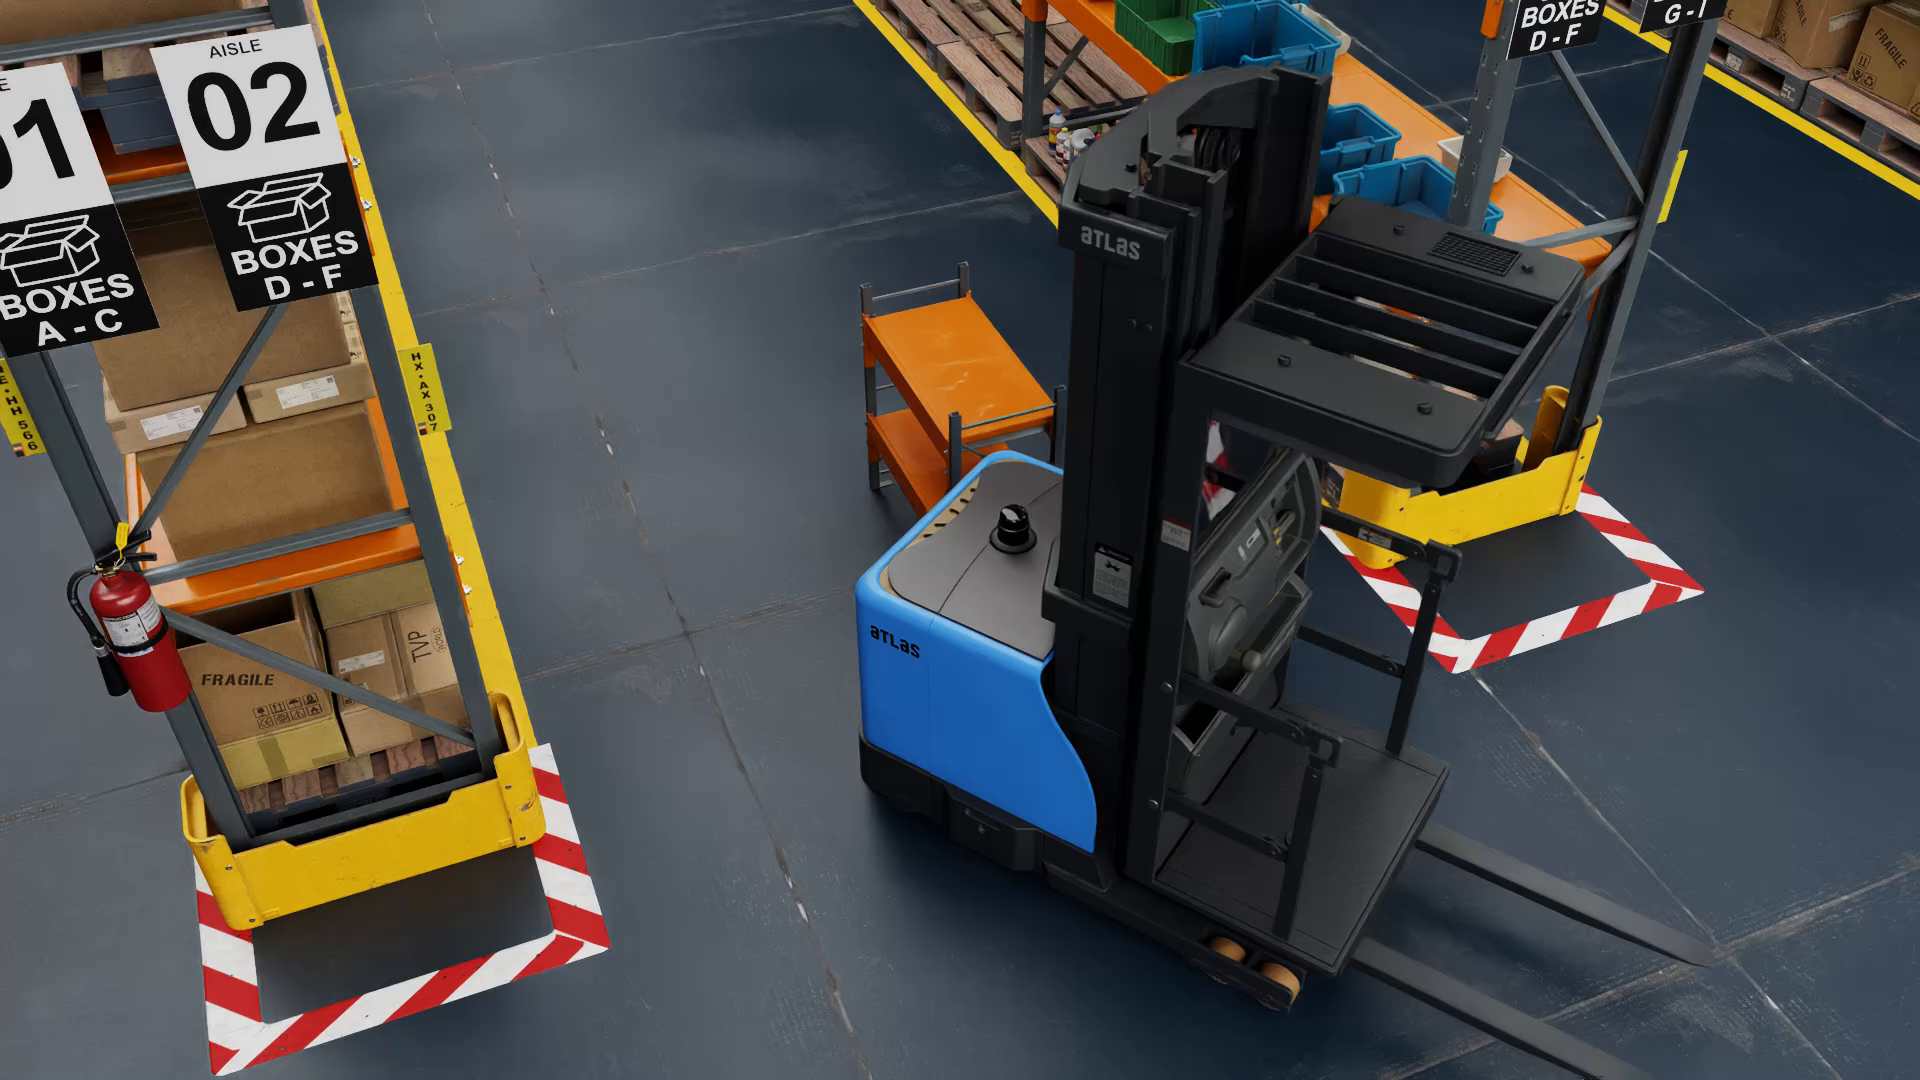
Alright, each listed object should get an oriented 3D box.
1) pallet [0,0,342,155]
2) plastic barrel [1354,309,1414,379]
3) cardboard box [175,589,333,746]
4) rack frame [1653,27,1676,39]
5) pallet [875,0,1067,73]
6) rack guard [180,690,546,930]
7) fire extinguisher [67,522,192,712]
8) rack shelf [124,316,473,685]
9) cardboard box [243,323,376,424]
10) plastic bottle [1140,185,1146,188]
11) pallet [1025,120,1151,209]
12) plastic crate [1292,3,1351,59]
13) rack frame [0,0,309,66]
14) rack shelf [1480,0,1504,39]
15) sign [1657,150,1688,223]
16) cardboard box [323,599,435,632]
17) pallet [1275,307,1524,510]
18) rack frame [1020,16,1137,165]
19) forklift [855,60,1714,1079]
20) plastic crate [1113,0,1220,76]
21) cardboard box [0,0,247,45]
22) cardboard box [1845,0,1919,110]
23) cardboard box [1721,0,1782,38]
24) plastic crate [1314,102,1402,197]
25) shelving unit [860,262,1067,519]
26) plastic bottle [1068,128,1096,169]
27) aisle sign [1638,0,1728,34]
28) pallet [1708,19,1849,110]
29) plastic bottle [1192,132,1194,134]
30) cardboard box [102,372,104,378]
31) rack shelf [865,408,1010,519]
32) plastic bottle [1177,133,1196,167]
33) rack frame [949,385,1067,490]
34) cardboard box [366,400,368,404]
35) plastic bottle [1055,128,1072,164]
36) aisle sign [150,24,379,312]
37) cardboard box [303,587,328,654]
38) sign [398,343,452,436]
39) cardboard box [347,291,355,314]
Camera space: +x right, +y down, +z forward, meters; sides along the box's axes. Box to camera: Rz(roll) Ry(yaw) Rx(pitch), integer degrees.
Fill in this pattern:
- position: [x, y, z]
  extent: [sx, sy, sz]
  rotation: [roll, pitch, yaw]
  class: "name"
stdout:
- position: [-2.429, -1.510, 4.891]
  extent: [1.003, 0.211, 1.213]
  rotation: [-15, 43, -17]
  class: "pallet"
- position: [2.073, -0.800, 7.885]
  extent: [0.421, 0.512, 0.421]
  rotation: [0, 41, 0]
  class: "plastic barrel"
- position: [-2.662, 0.377, 6.141]
  extent: [0.500, 0.500, 0.500]
  rotation: [-15, 43, -17]
  class: "cardboard box"
- position: [5.441, -4.852, 11.010]
  extent: [1.000, 3.000, 0.127]
  rotation: [-15, 43, -17]
  class: "rack frame"
- position: [0.058, -3.759, 11.878]
  extent: [1.003, 0.211, 1.213]
  rotation: [-15, 43, -17]
  class: "pallet"
- position: [-2.173, 0.989, 6.135]
  extent: [1.175, 0.500, 0.348]
  rotation: [-15, 43, -17]
  class: "rack guard"
- position: [-2.566, 0.243, 5.145]
  extent: [0.296, 0.674, 0.183]
  rotation: [-15, 43, -17]
  class: "fire extinguisher"
- position: [-2.947, -0.905, 6.973]
  extent: [1.077, 0.370, 4.000]
  rotation: [-15, 43, -17]
  class: "rack shelf"
- position: [-2.133, -0.547, 5.430]
  extent: [0.380, 0.149, 0.250]
  rotation: [-15, 43, -17]
  class: "cardboard box"
- position: [1.026, -1.819, 9.178]
  extent: [0.144, 0.351, 0.185]
  rotation: [-15, 43, -17]
  class: "plastic bottle"
- position: [1.084, -2.144, 10.000]
  extent: [1.003, 0.211, 1.213]
  rotation: [-15, 43, -17]
  class: "pallet"
- position: [1.721, -2.601, 8.596]
  extent: [0.530, 0.136, 0.437]
  rotation: [-15, 43, -17]
  class: "plastic crate"
- position: [-2.182, -2.248, 3.381]
  extent: [1.000, 3.000, 0.127]
  rotation: [-15, 43, -17]
  class: "rack frame"
- position: [1.631, -3.276, 7.429]
  extent: [1.077, 0.370, 4.000]
  rotation: [-15, 43, -17]
  class: "rack shelf"
- position: [2.906, -1.446, 6.838]
  extent: [0.100, 0.325, 0.005]
  rotation: [-15, 43, -17]
  class: "sign"
- position: [-2.376, 0.231, 6.886]
  extent: [0.500, 0.250, 0.500]
  rotation: [-15, 43, -17]
  class: "cardboard box"
- position: [2.017, -0.674, 8.291]
  extent: [1.003, 0.211, 1.213]
  rotation: [-15, 43, -17]
  class: "pallet"
- position: [0.865, -3.616, 9.574]
  extent: [1.000, 3.000, 0.127]
  rotation: [-15, 43, -17]
  class: "rack frame"
- position: [1.127, 0.119, 5.282]
  extent: [3.031, 2.935, 1.130]
  rotation: [23, 46, 24]
  class: "forklift"
- position: [1.124, -2.648, 8.610]
  extent: [0.450, 0.188, 0.662]
  rotation: [-15, 43, -17]
  class: "plastic crate"
- position: [-2.398, -1.709, 4.547]
  extent: [0.797, 0.503, 0.637]
  rotation: [-12, 42, -14]
  class: "cardboard box"
- position: [6.094, -3.115, 10.586]
  extent: [0.500, 0.500, 0.500]
  rotation: [-19, 44, -21]
  class: "cardboard box"
- position: [5.557, -3.813, 11.397]
  extent: [0.500, 0.500, 0.500]
  rotation: [-16, 43, -18]
  class: "cardboard box"
- position: [1.685, -1.770, 7.540]
  extent: [0.499, 0.251, 0.408]
  rotation: [-15, 43, -17]
  class: "plastic crate"
- position: [-0.003, -0.431, 7.307]
  extent: [0.538, 1.125, 1.048]
  rotation: [-15, 43, -17]
  class: "shelving unit"
- position: [0.731, -2.261, 9.749]
  extent: [0.152, 0.276, 0.135]
  rotation: [-14, 43, -15]
  class: "plastic bottle"
- position: [2.694, -2.222, 5.958]
  extent: [0.394, 0.787, 0.004]
  rotation: [-15, 43, -17]
  class: "aisle sign"
- position: [5.731, -3.399, 11.459]
  extent: [1.003, 0.211, 1.213]
  rotation: [-15, 43, -17]
  class: "pallet"
- position: [1.451, -2.347, 9.792]
  extent: [0.144, 0.351, 0.185]
  rotation: [-17, 44, -19]
  class: "plastic bottle"
- position: [-2.606, -0.597, 5.488]
  extent: [0.380, 0.149, 0.250]
  rotation: [-14, 43, -16]
  class: "cardboard box"
- position: [-0.003, -0.245, 7.466]
  extent: [0.538, 0.278, 1.000]
  rotation: [-15, 43, -17]
  class: "rack shelf"
- position: [1.324, -2.267, 9.756]
  extent: [0.152, 0.276, 0.135]
  rotation: [-15, 43, -17]
  class: "plastic bottle"
- position: [0.192, -0.124, 6.950]
  extent: [0.500, 1.125, 0.032]
  rotation: [-15, 43, -17]
  class: "rack frame"
- position: [-2.554, -0.611, 6.002]
  extent: [0.700, 0.500, 0.500]
  rotation: [-14, 43, -16]
  class: "cardboard box"
- position: [0.621, -2.360, 9.921]
  extent: [0.097, 0.201, 0.097]
  rotation: [0, 41, 0]
  class: "plastic bottle"
- position: [-1.874, -0.996, 4.532]
  extent: [0.394, 0.787, 0.004]
  rotation: [-15, 43, -17]
  class: "aisle sign"
- position: [-2.863, 0.362, 6.733]
  extent: [0.500, 0.250, 0.500]
  rotation: [-15, 43, -17]
  class: "cardboard box"
- position: [-1.667, -0.466, 5.186]
  extent: [0.100, 0.325, 0.005]
  rotation: [-15, 43, -17]
  class: "sign"
- position: [-2.331, -0.856, 5.790]
  extent: [0.380, 0.149, 0.250]
  rotation: [-15, 43, -17]
  class: "cardboard box"
